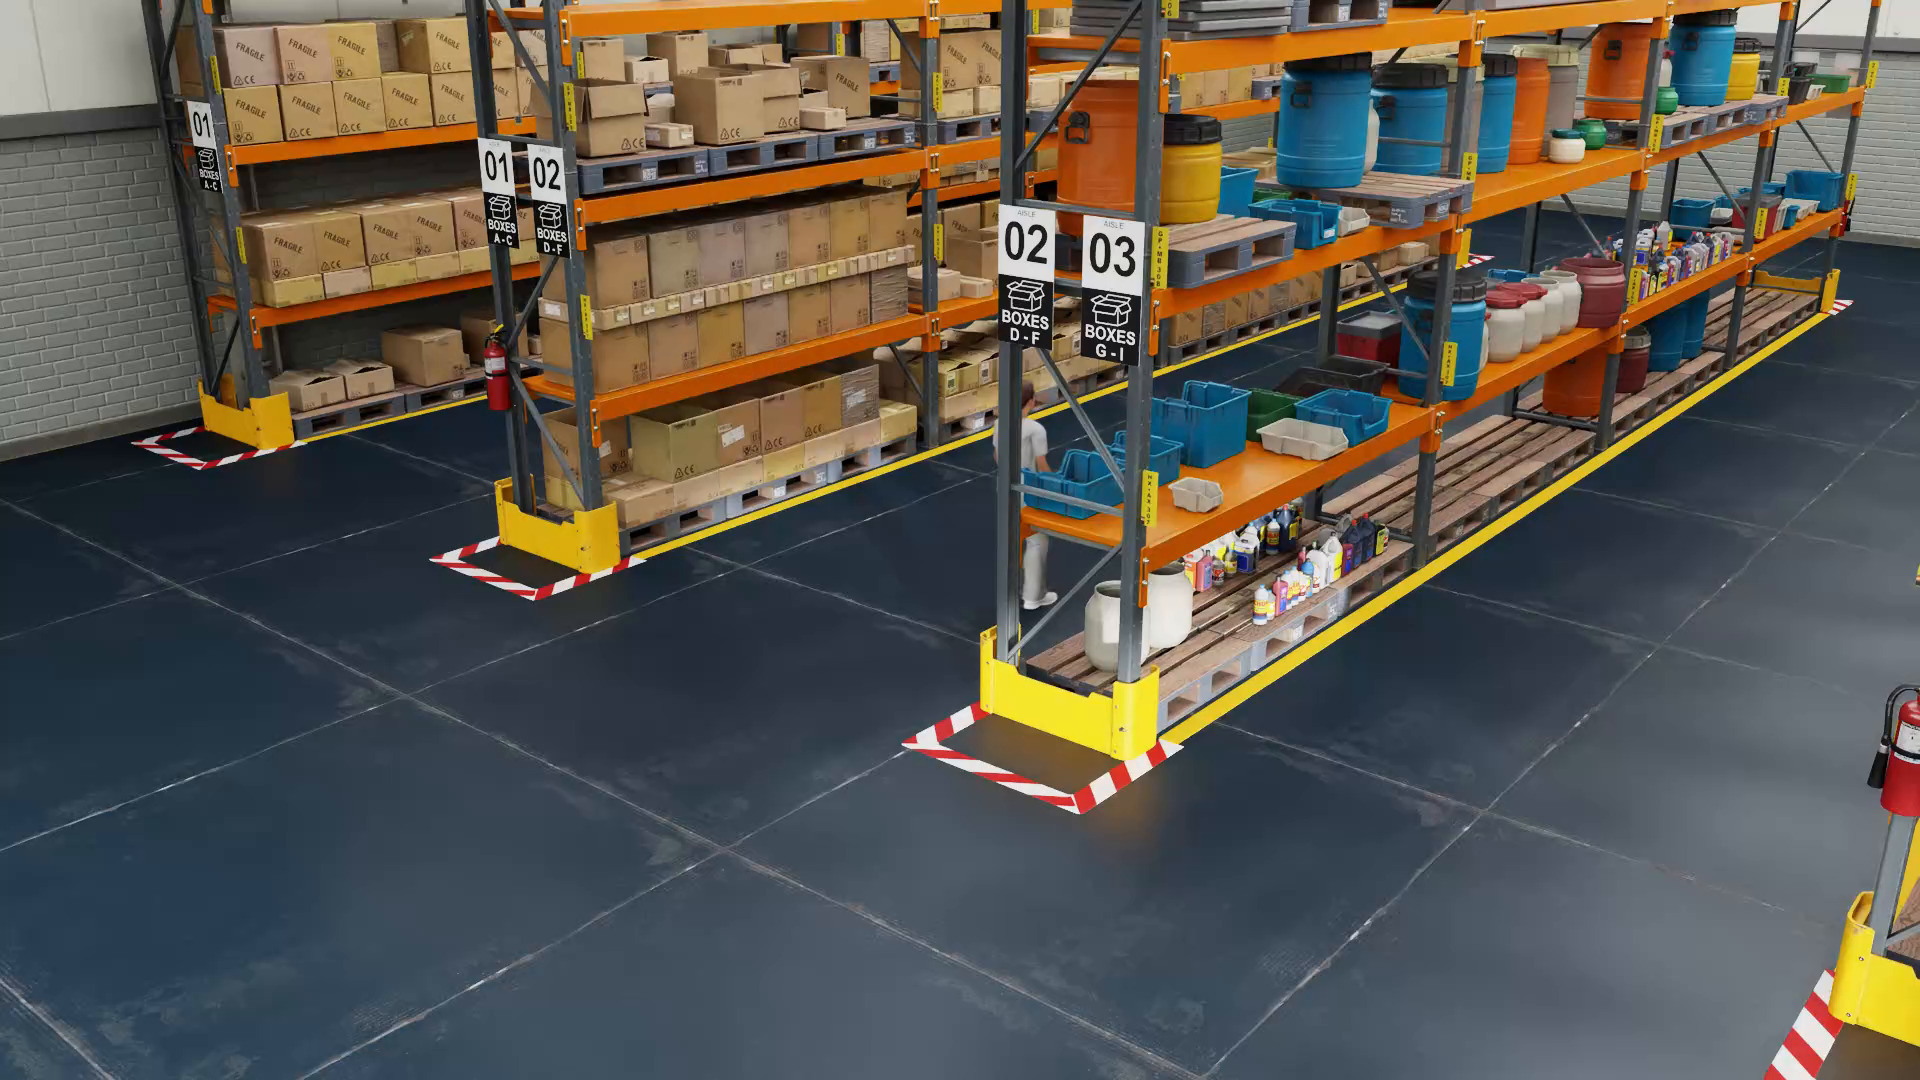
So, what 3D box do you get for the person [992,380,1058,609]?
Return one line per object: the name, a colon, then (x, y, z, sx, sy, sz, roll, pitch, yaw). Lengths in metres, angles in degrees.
person: (0.463, -0.345, 12.007, 0.467, 1.676, 0.420, 15, 25, 35)
